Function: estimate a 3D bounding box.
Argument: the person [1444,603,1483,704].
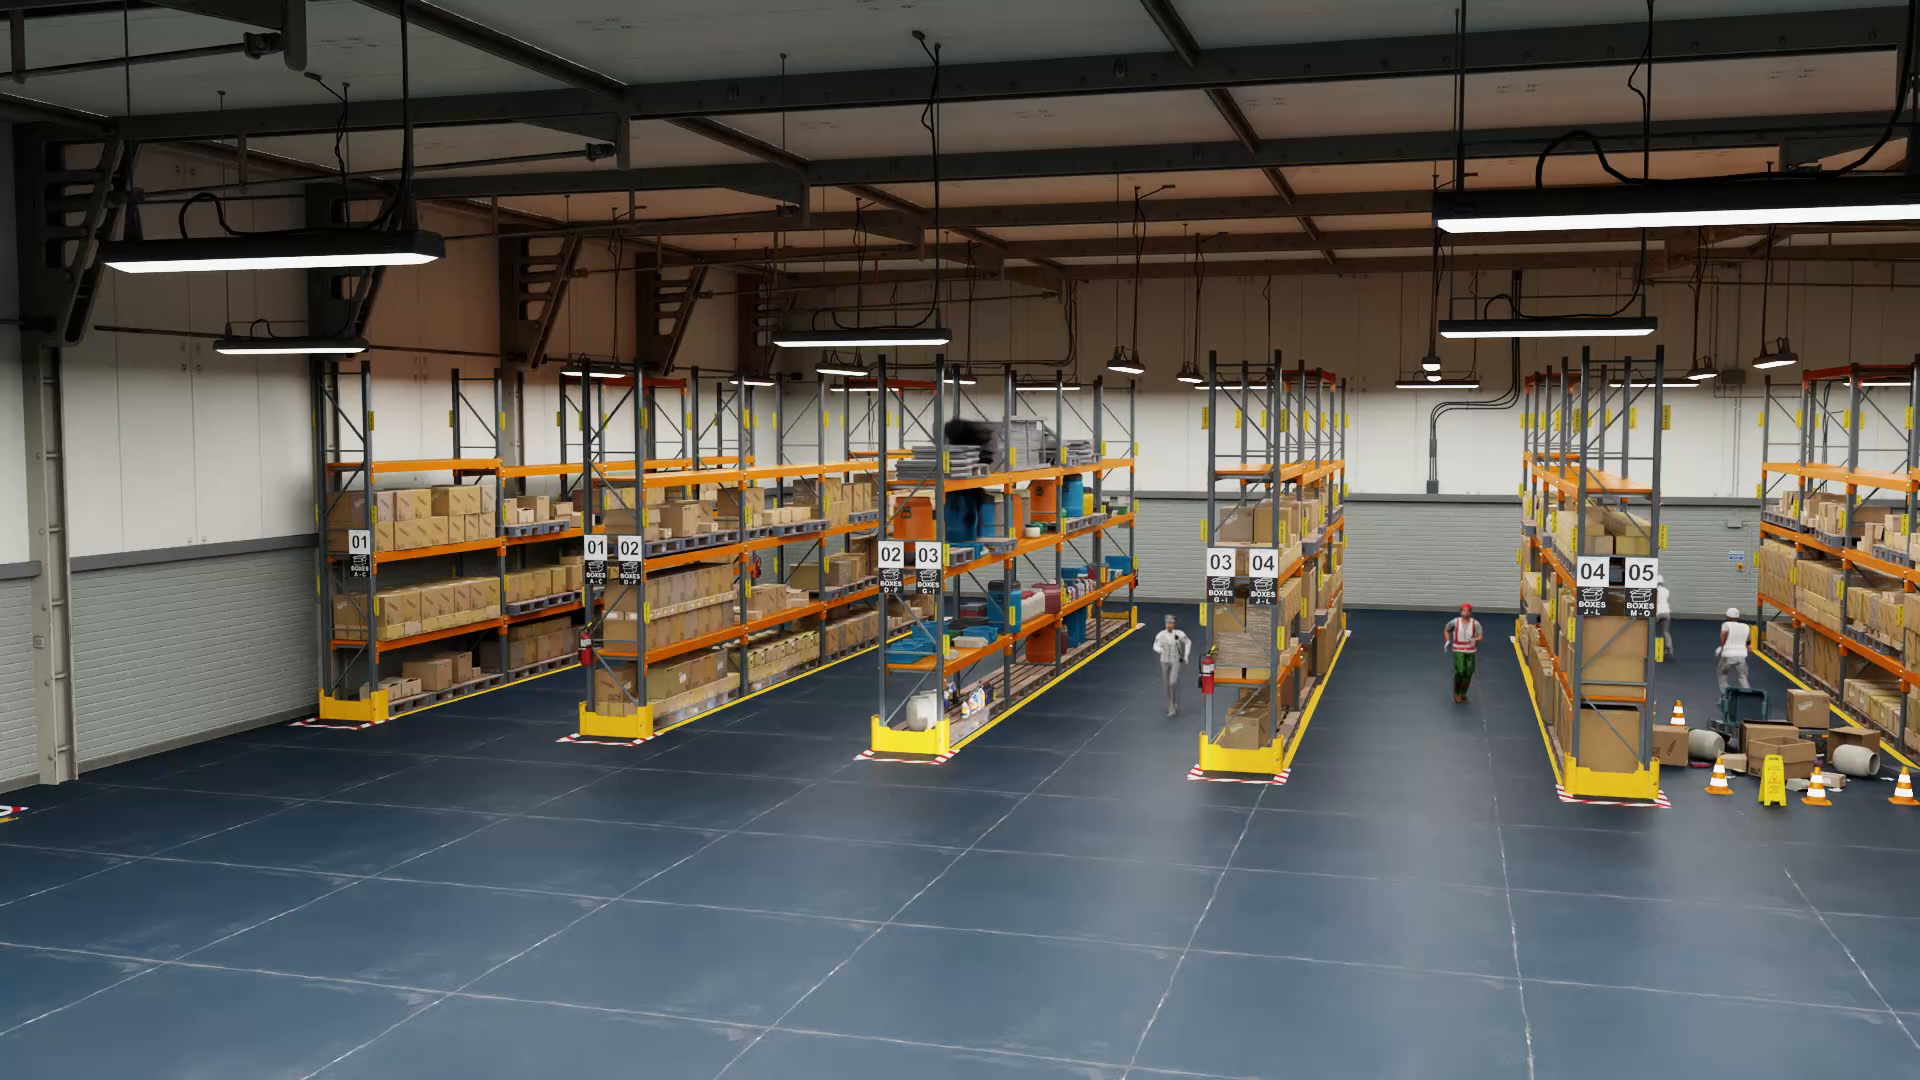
[{"bbox_3d":[8.929,2.005,29.445,0.639,1.783,0.703,0,4,4],"label":"person"}]

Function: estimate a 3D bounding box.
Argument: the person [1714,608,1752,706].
[{"bbox_3d":[13.454,2.067,28.918,0.704,1.750,0.999,0,4,4],"label":"person"}]

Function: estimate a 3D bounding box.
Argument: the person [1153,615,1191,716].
[{"bbox_3d":[3.610,2.131,28.439,0.588,1.739,0.810,2,4,20],"label":"person"}]

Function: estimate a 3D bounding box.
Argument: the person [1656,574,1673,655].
[{"bbox_3d":[14.949,1.600,35.550,0.577,1.719,0.940,-1,4,-9],"label":"person"}]
